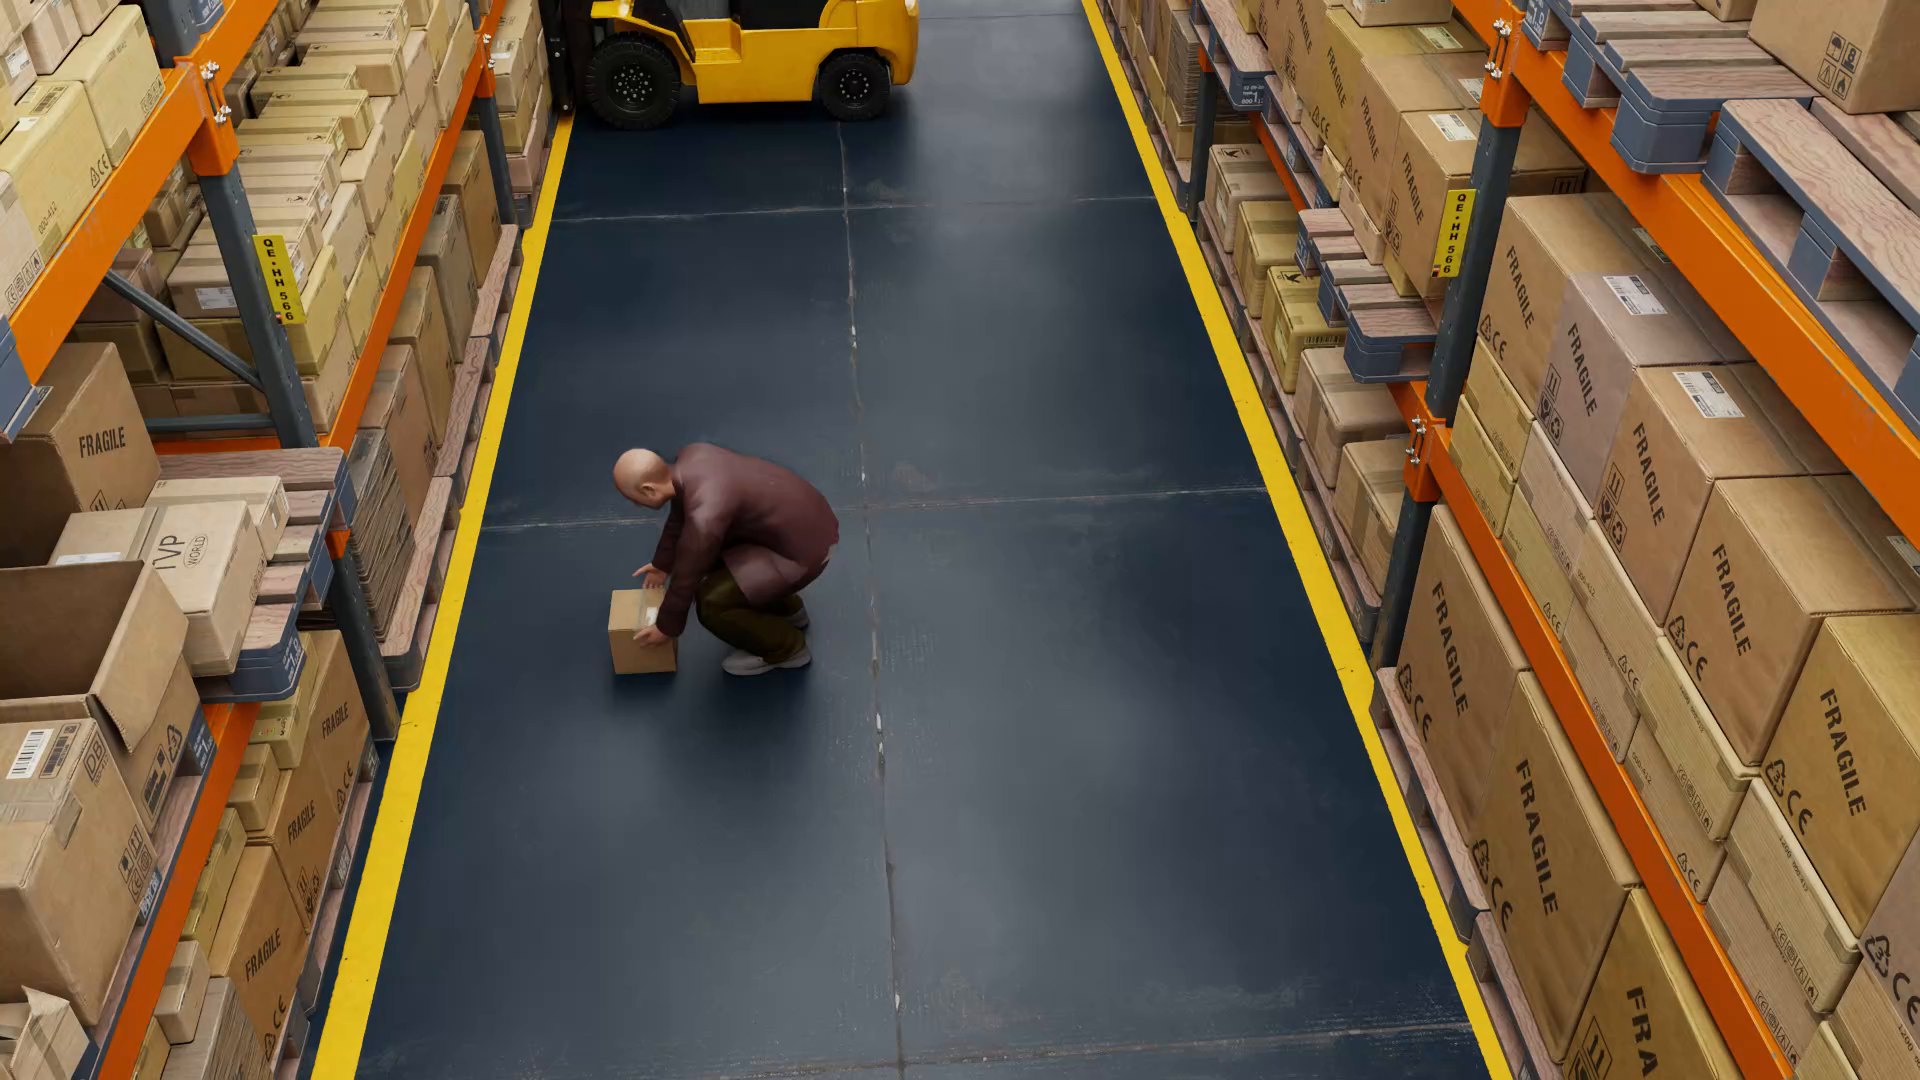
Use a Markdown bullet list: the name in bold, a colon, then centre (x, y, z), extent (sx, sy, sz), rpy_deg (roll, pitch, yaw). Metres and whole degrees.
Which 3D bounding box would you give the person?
- **person**: centre (-0.918, 0.044, 6.676), extent (0.875, 1.073, 0.615), rpy_deg (-3, 39, -4)
